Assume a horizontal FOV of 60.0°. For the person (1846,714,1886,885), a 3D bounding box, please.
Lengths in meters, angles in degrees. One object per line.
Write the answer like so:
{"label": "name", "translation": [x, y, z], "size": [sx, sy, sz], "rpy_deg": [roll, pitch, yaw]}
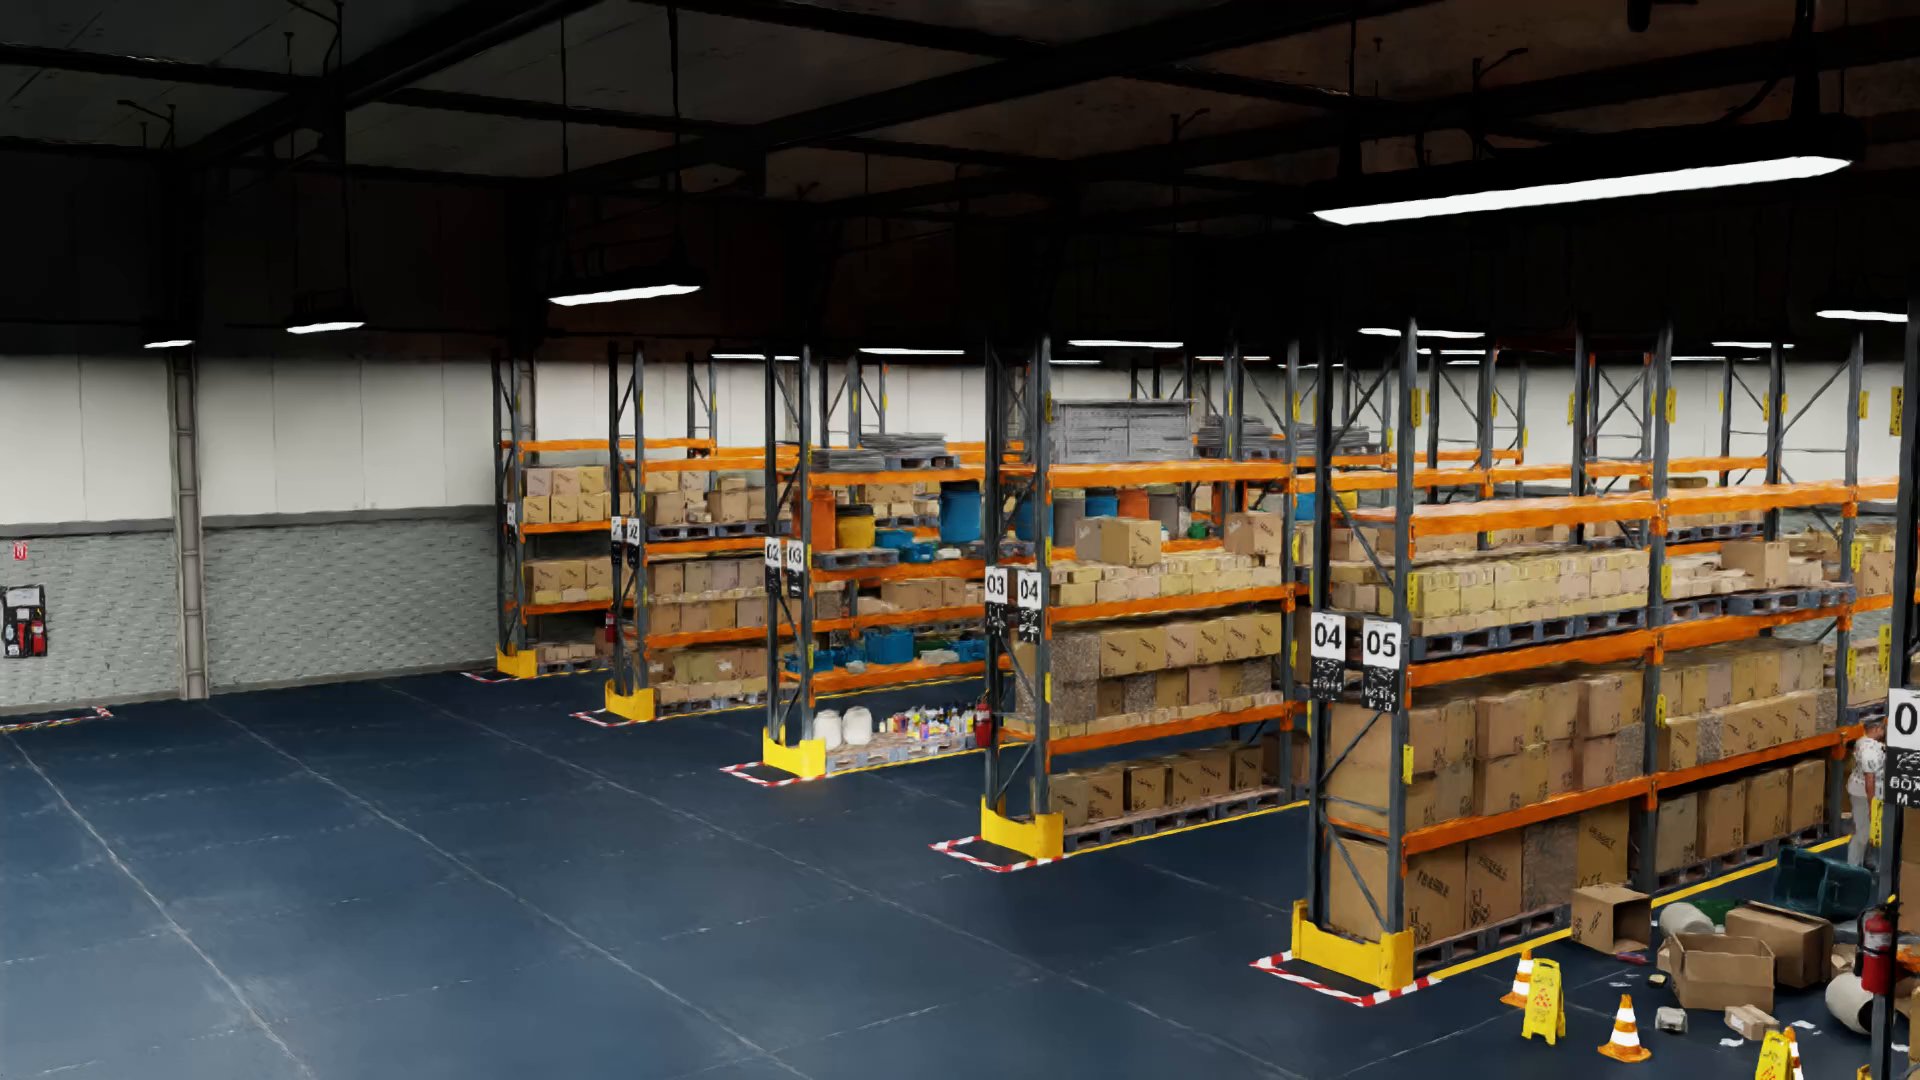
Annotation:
{"label": "person", "translation": [9.688, 2.723, 17.659], "size": [0.492, 1.768, 0.628], "rpy_deg": [2, 5, 23]}
